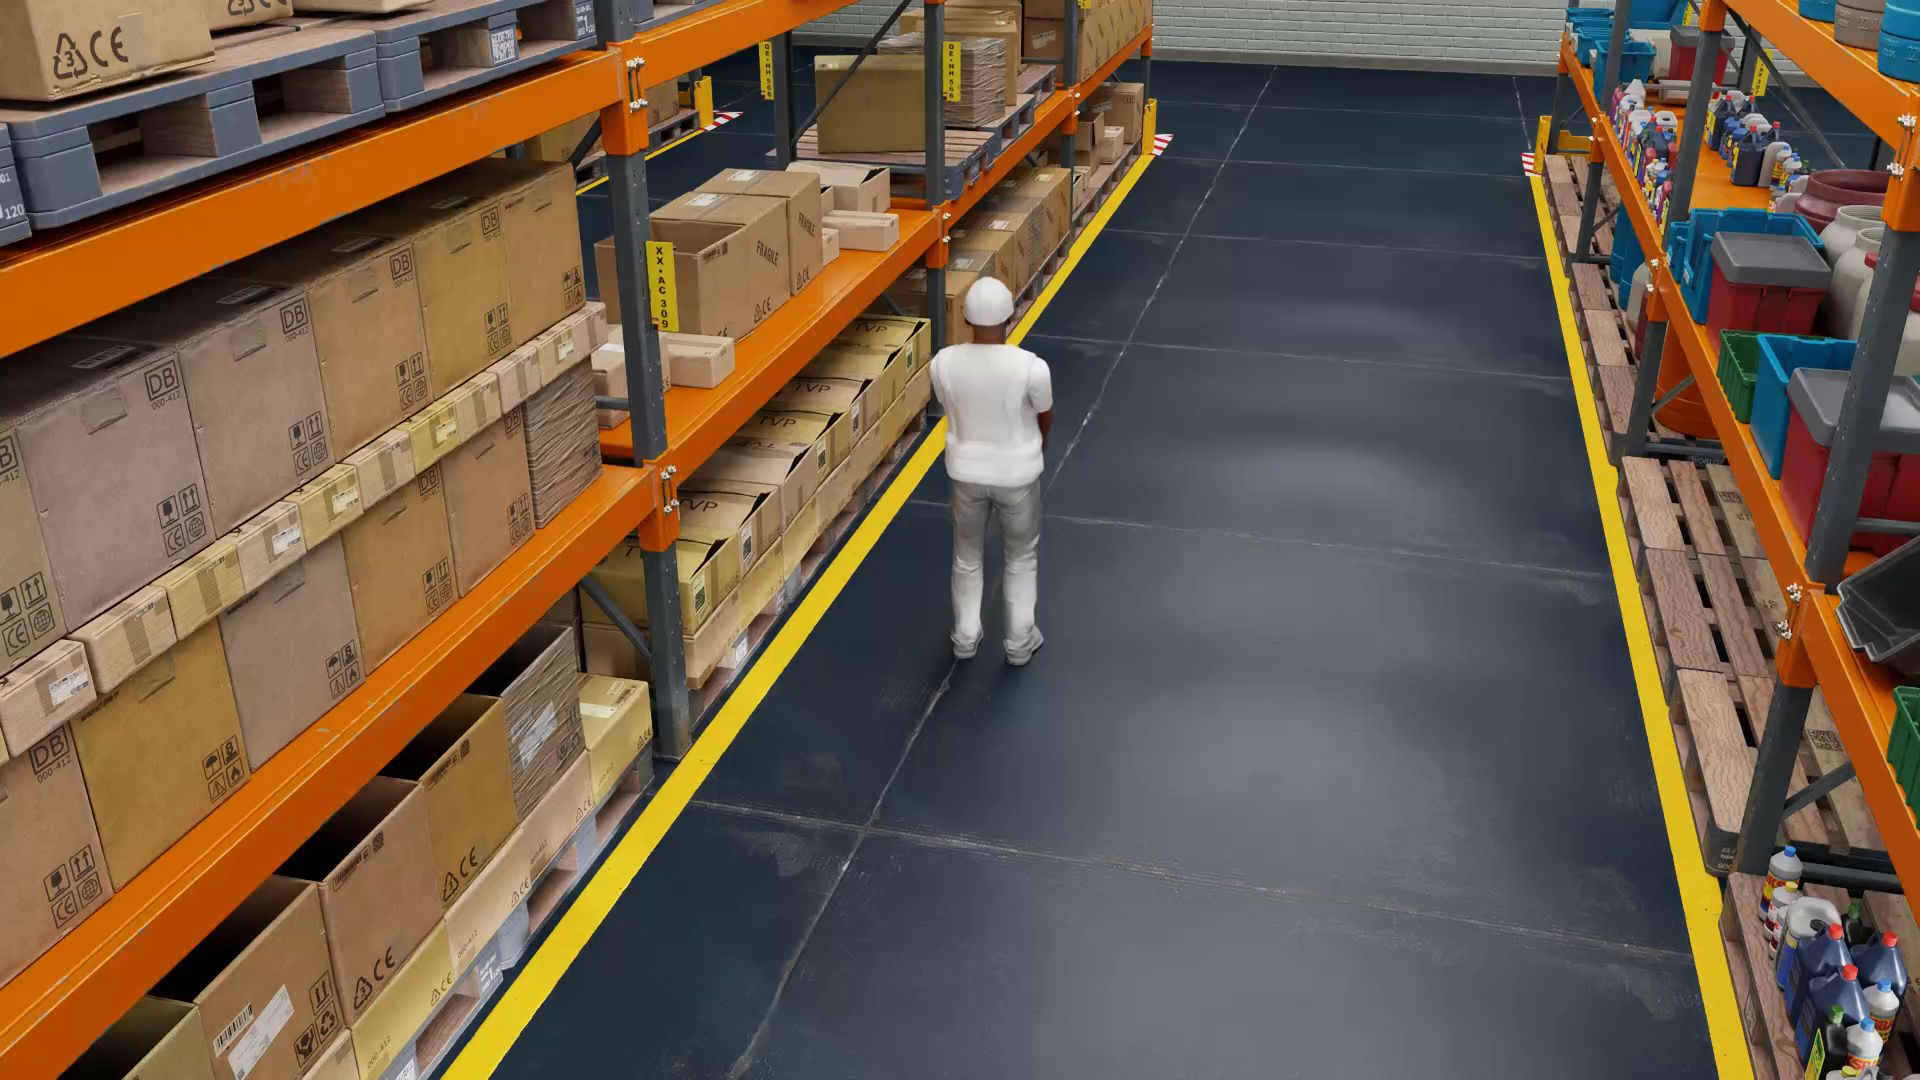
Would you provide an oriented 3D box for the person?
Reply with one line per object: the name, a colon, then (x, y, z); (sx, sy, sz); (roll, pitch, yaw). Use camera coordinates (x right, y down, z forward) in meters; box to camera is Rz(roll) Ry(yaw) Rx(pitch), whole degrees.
person: (0.163, -0.331, 7.284); (0.510, 1.767, 0.575); (6, 26, 13)
